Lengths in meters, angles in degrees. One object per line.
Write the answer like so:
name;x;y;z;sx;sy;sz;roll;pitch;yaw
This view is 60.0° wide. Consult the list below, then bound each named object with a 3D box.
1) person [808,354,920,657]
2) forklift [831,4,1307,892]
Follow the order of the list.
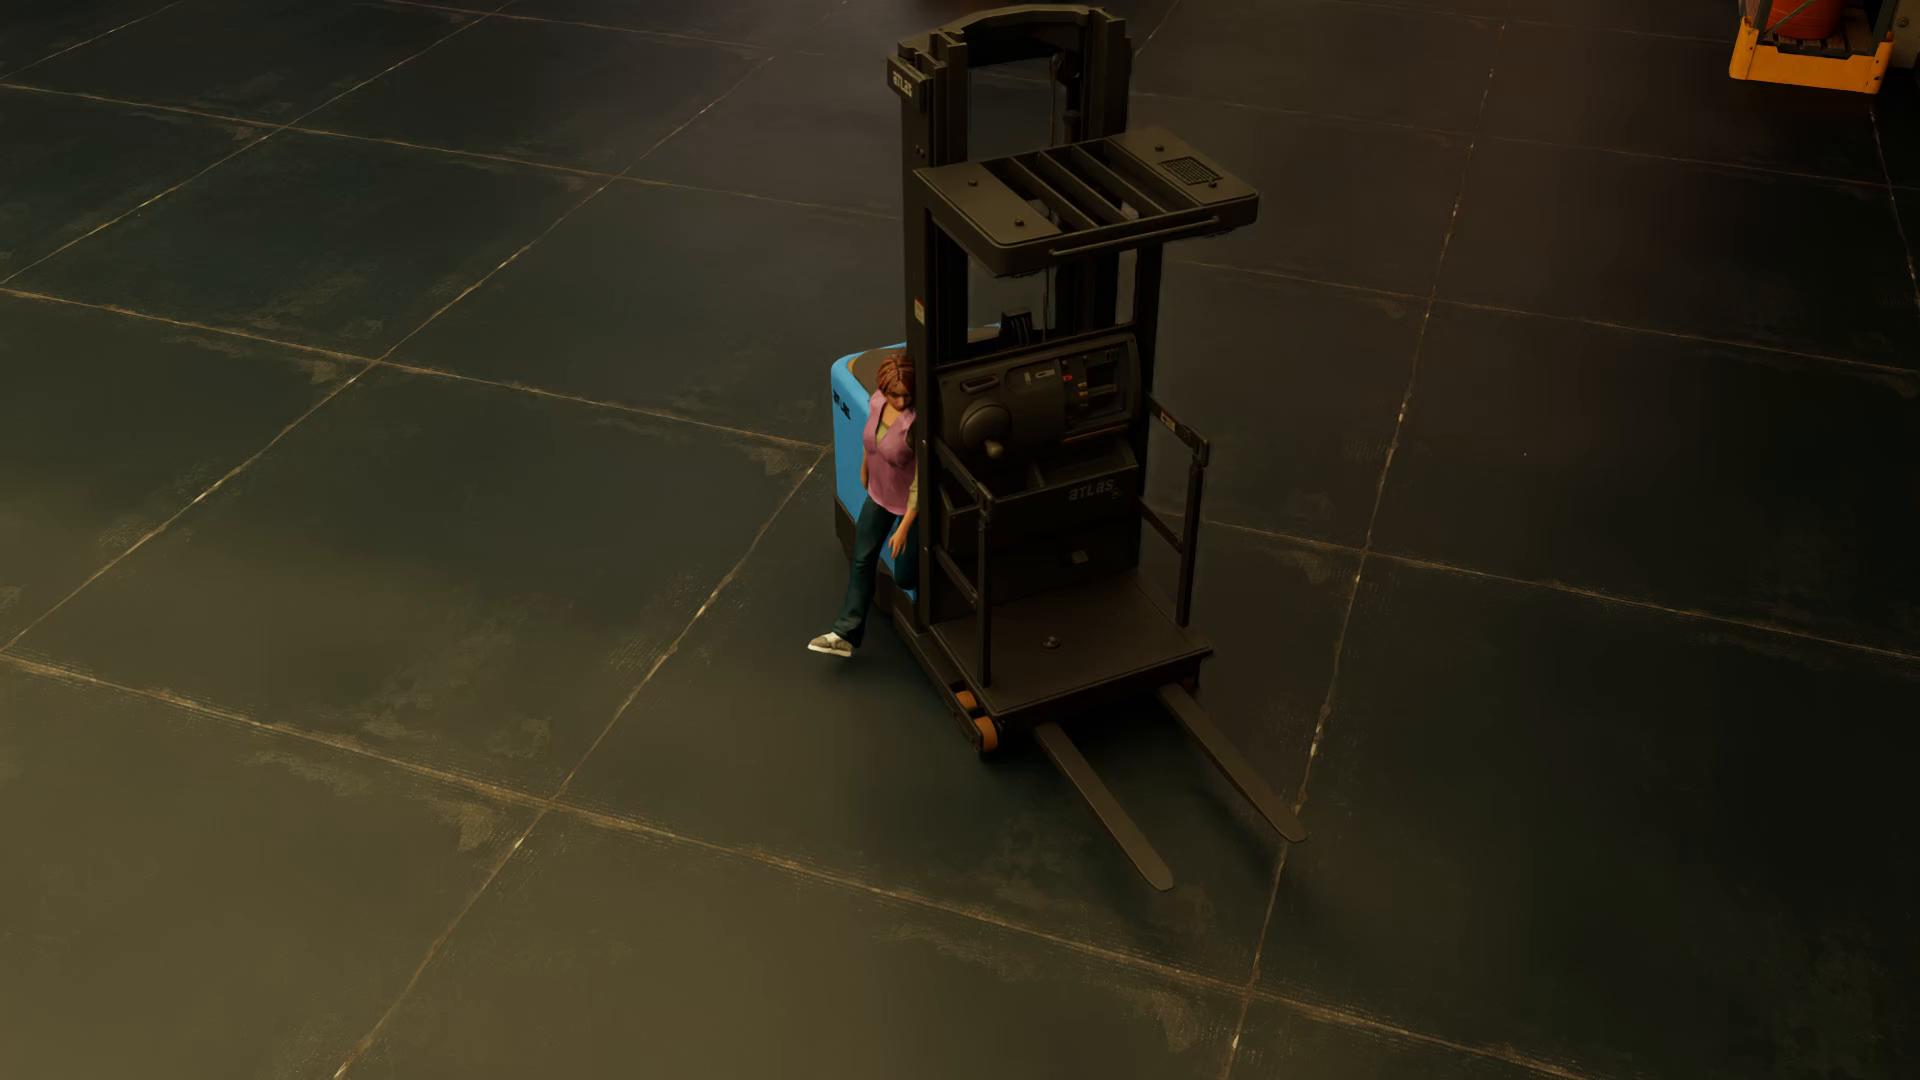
person;-0.355;-0.153;7.501;0.589;1.505;0.862;27;43;33
forklift;0.438;-0.543;6.877;1.130;2.935;3.031;-15;38;-20
